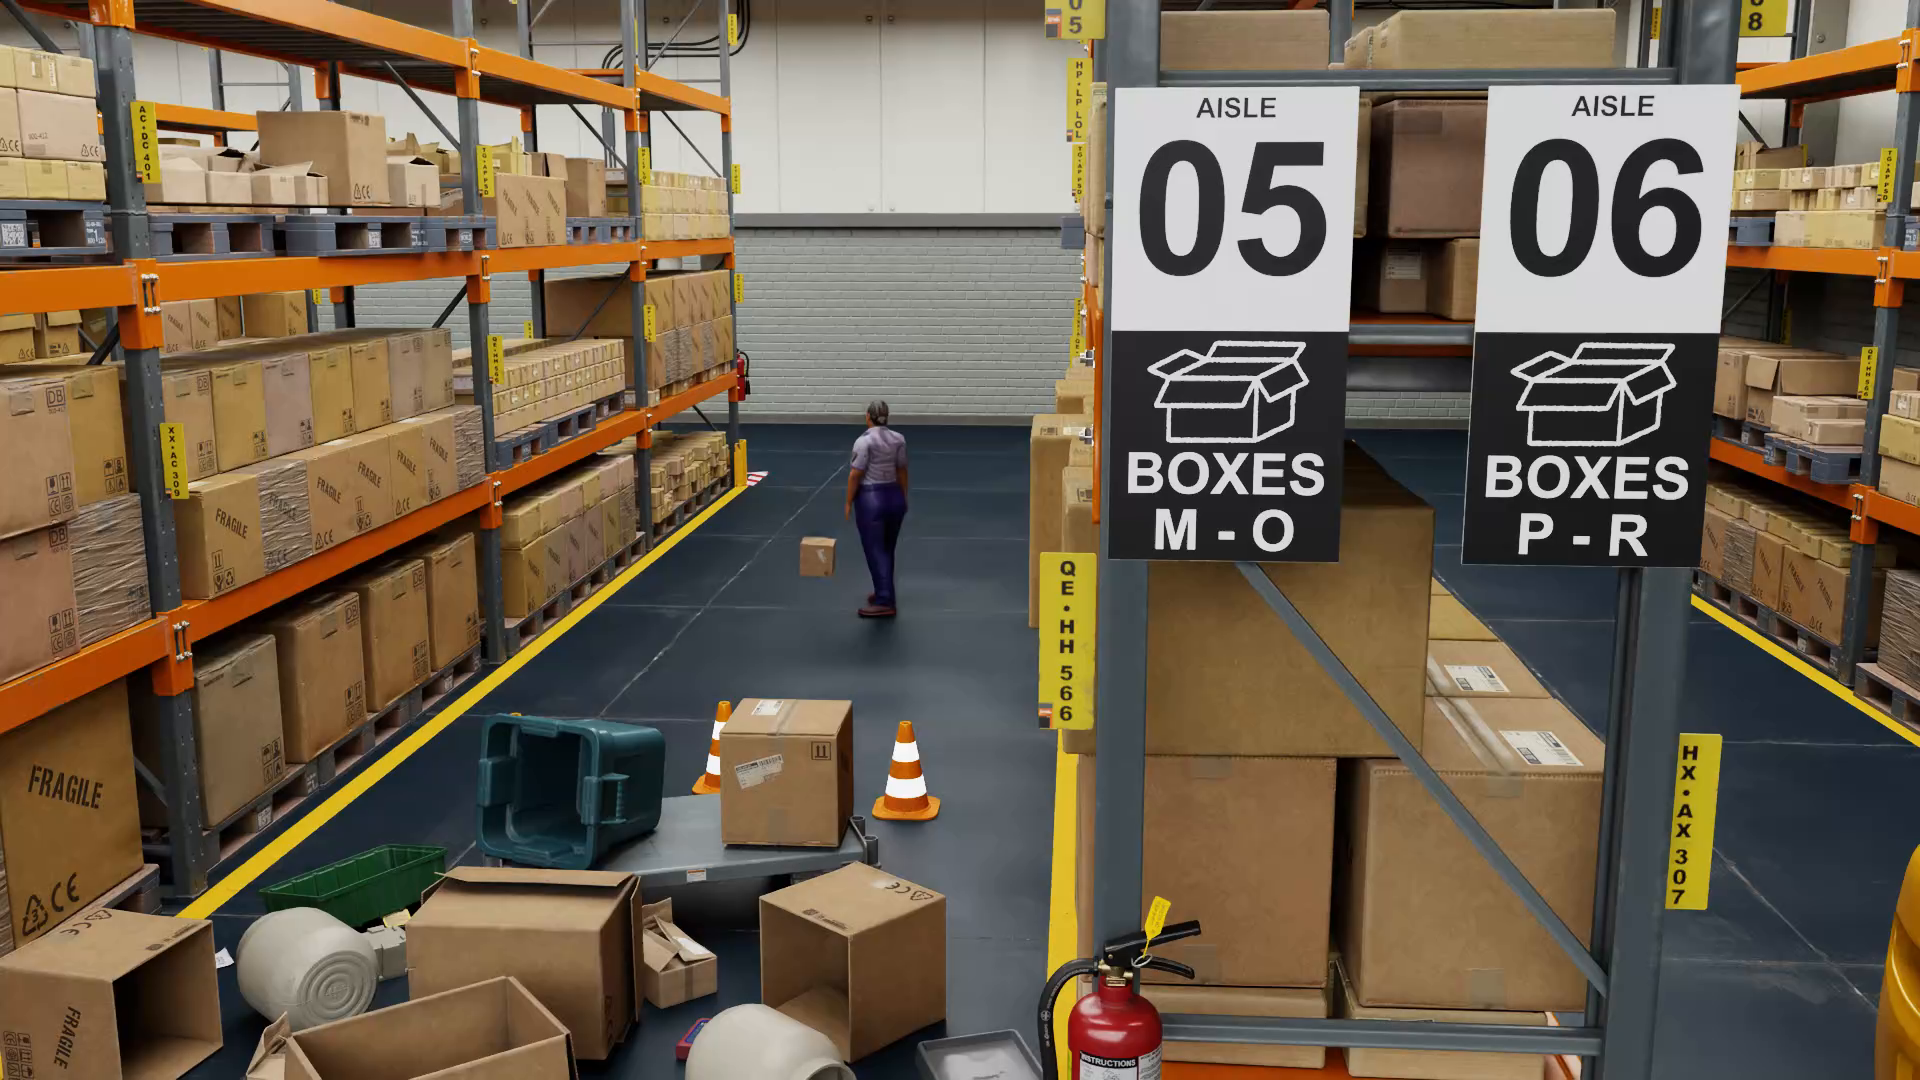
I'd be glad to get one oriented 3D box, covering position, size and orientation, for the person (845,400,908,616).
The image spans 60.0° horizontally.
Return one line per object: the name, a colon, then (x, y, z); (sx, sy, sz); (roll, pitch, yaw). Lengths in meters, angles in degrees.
person: (-0.629, -0.268, 12.833); (0.593, 1.641, 0.607); (-10, 14, -41)
